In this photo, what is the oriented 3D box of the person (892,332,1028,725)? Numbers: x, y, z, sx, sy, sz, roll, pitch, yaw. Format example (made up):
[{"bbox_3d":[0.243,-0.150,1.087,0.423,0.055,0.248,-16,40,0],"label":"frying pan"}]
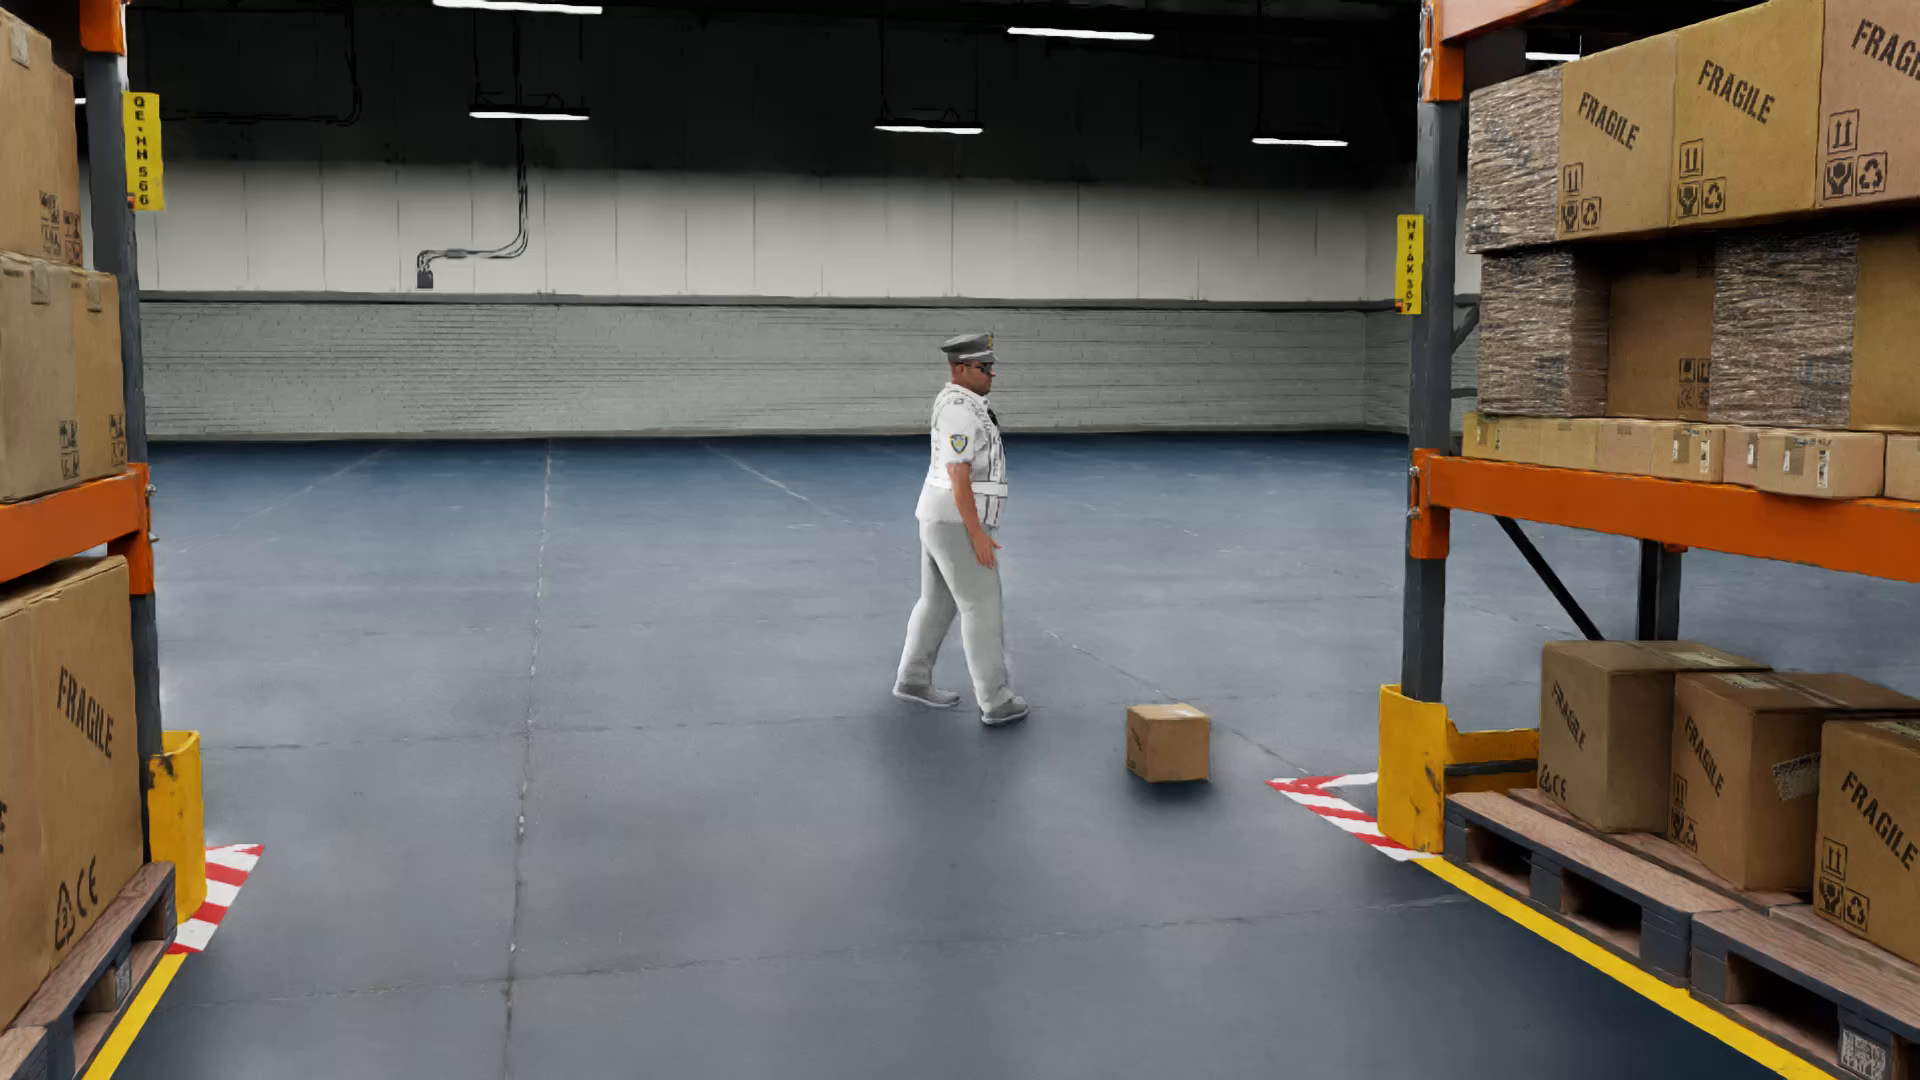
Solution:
[{"bbox_3d":[0.003,-0.057,7.544,0.604,1.755,0.634,-1,6,-5],"label":"person"}]
